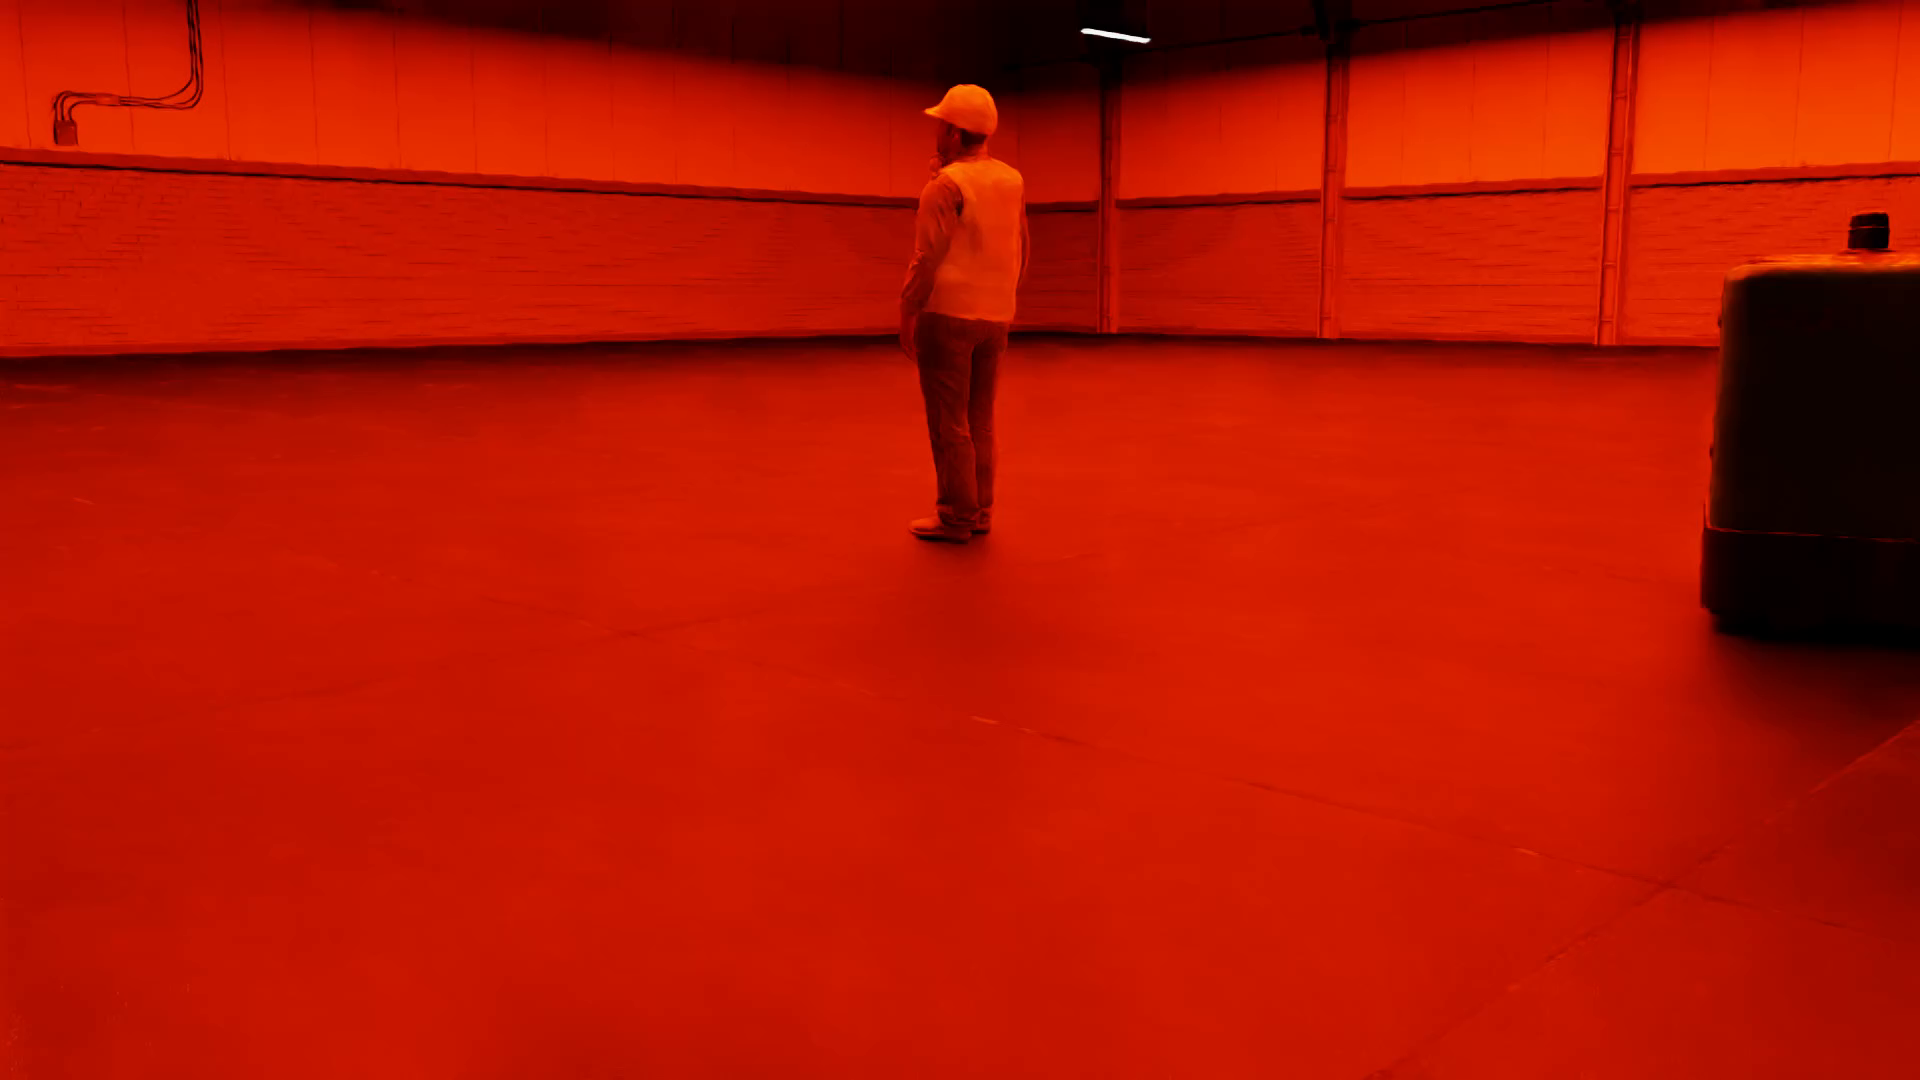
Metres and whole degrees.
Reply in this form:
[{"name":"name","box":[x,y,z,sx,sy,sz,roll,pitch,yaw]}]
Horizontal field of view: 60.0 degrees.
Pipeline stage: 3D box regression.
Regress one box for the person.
[{"name":"person","box":[-0.039,-0.892,6.633,0.567,1.773,0.632,8,12,43]}]

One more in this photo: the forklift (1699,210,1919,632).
[{"name":"forklift","box":[3.760,-1.152,4.521,3.031,2.935,1.130,4,9,24]}]
